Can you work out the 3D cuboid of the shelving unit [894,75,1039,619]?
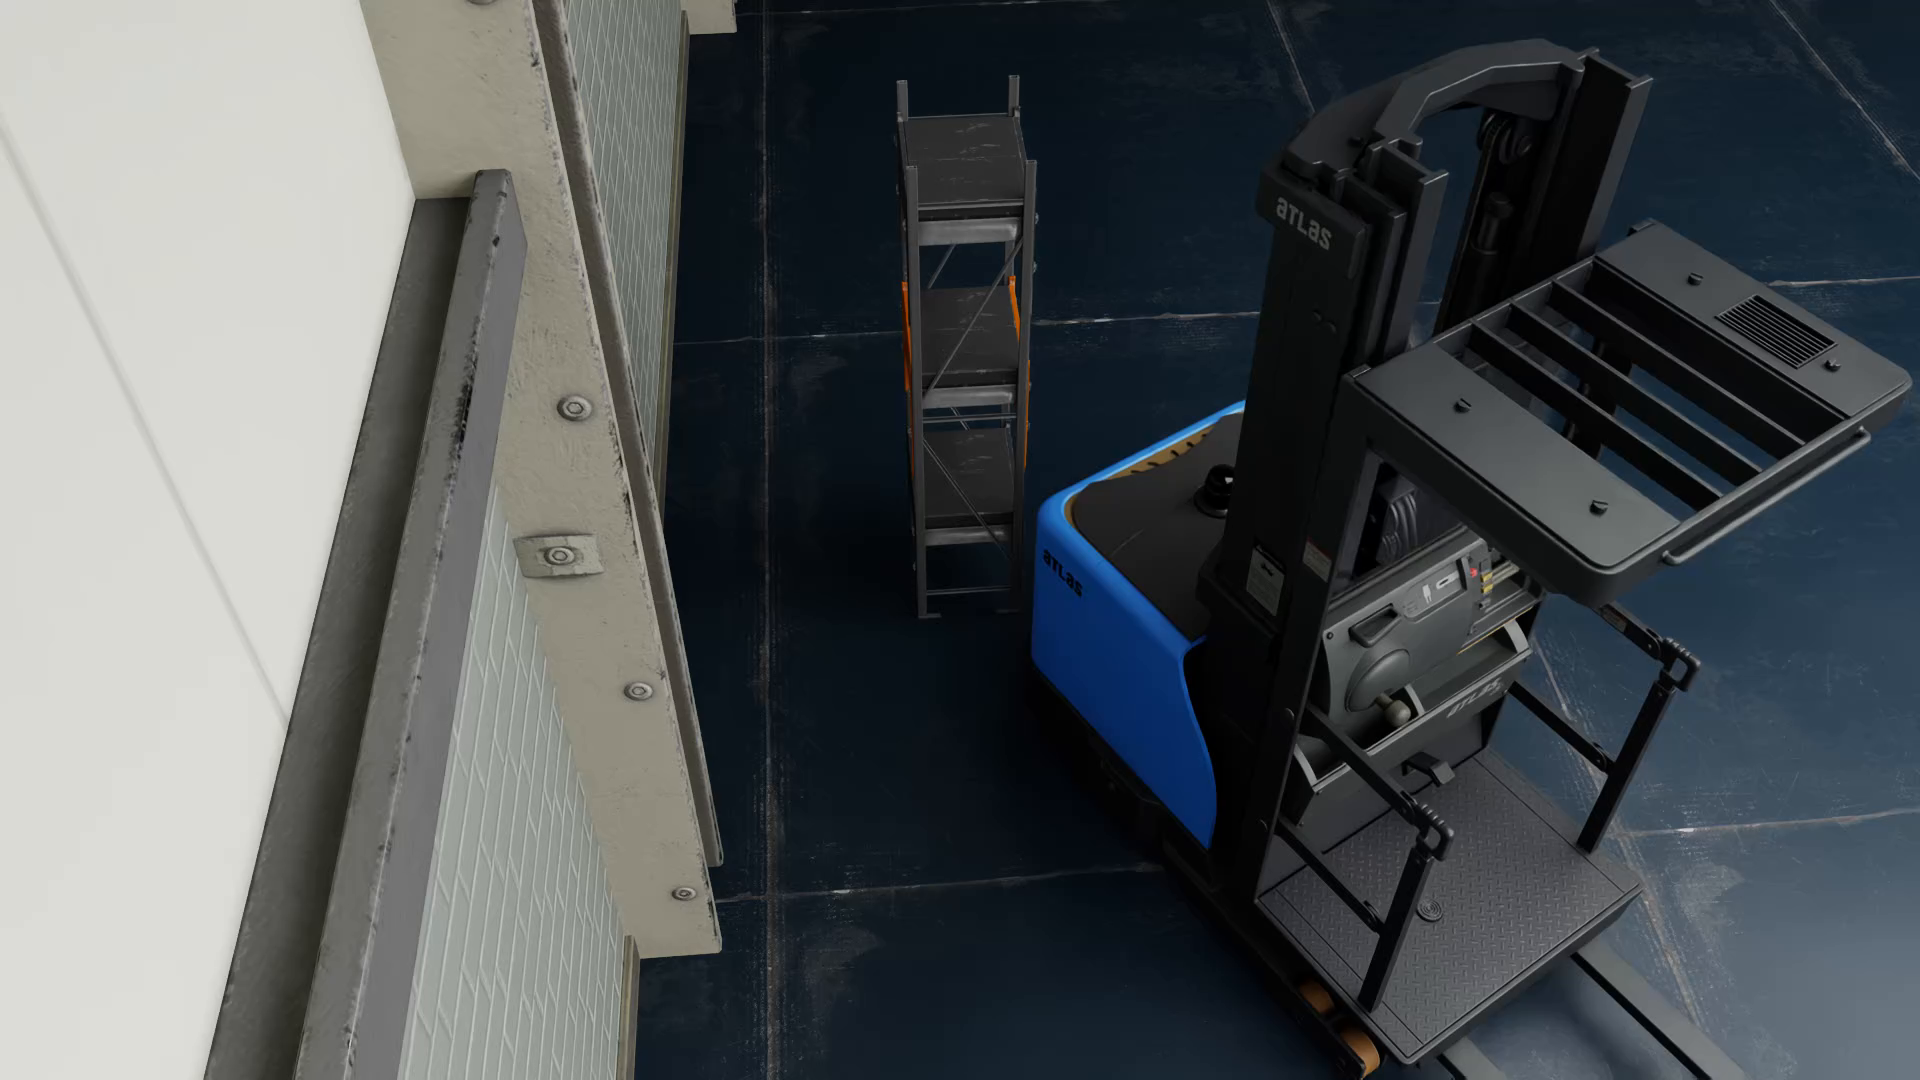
[{"bbox_3d":[0.014,-0.602,6.011,0.431,2.100,0.503,-3,47,-3],"label":"shelving unit"}]

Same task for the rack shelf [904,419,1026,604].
[{"bbox_3d":[0.014,-0.112,6.529,0.431,0.518,0.480,-3,47,-3],"label":"rack shelf"}]

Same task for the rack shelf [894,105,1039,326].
[{"bbox_3d":[0.014,-1.074,5.512,0.431,0.518,0.480,-3,47,-3],"label":"rack shelf"}]

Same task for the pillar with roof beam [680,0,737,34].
[{"bbox_3d":[2.817,-6.449,6.796,9.100,9.000,0.400,-3,47,-3],"label":"pillar with roof beam"}]

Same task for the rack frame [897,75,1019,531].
[{"bbox_3d":[-0.007,-0.779,6.178,0.400,2.100,0.015,-3,47,-3],"label":"rack frame"}]

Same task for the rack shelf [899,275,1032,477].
[{"bbox_3d":[0.014,-0.593,6.021,0.431,0.518,0.480,-3,47,-3],"label":"rack shelf"}]

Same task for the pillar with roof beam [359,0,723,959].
[{"bbox_3d":[3.319,-2.108,2.685,9.100,9.000,0.400,-3,47,-3],"label":"pillar with roof beam"}]

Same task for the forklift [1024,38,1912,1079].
[{"bbox_3d":[1.494,0.288,4.595,1.130,2.935,3.031,-27,52,-23],"label":"forklift"}]

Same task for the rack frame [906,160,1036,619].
[{"bbox_3d":[0.034,-0.426,5.844,0.400,2.100,0.015,-3,47,-3],"label":"rack frame"}]
